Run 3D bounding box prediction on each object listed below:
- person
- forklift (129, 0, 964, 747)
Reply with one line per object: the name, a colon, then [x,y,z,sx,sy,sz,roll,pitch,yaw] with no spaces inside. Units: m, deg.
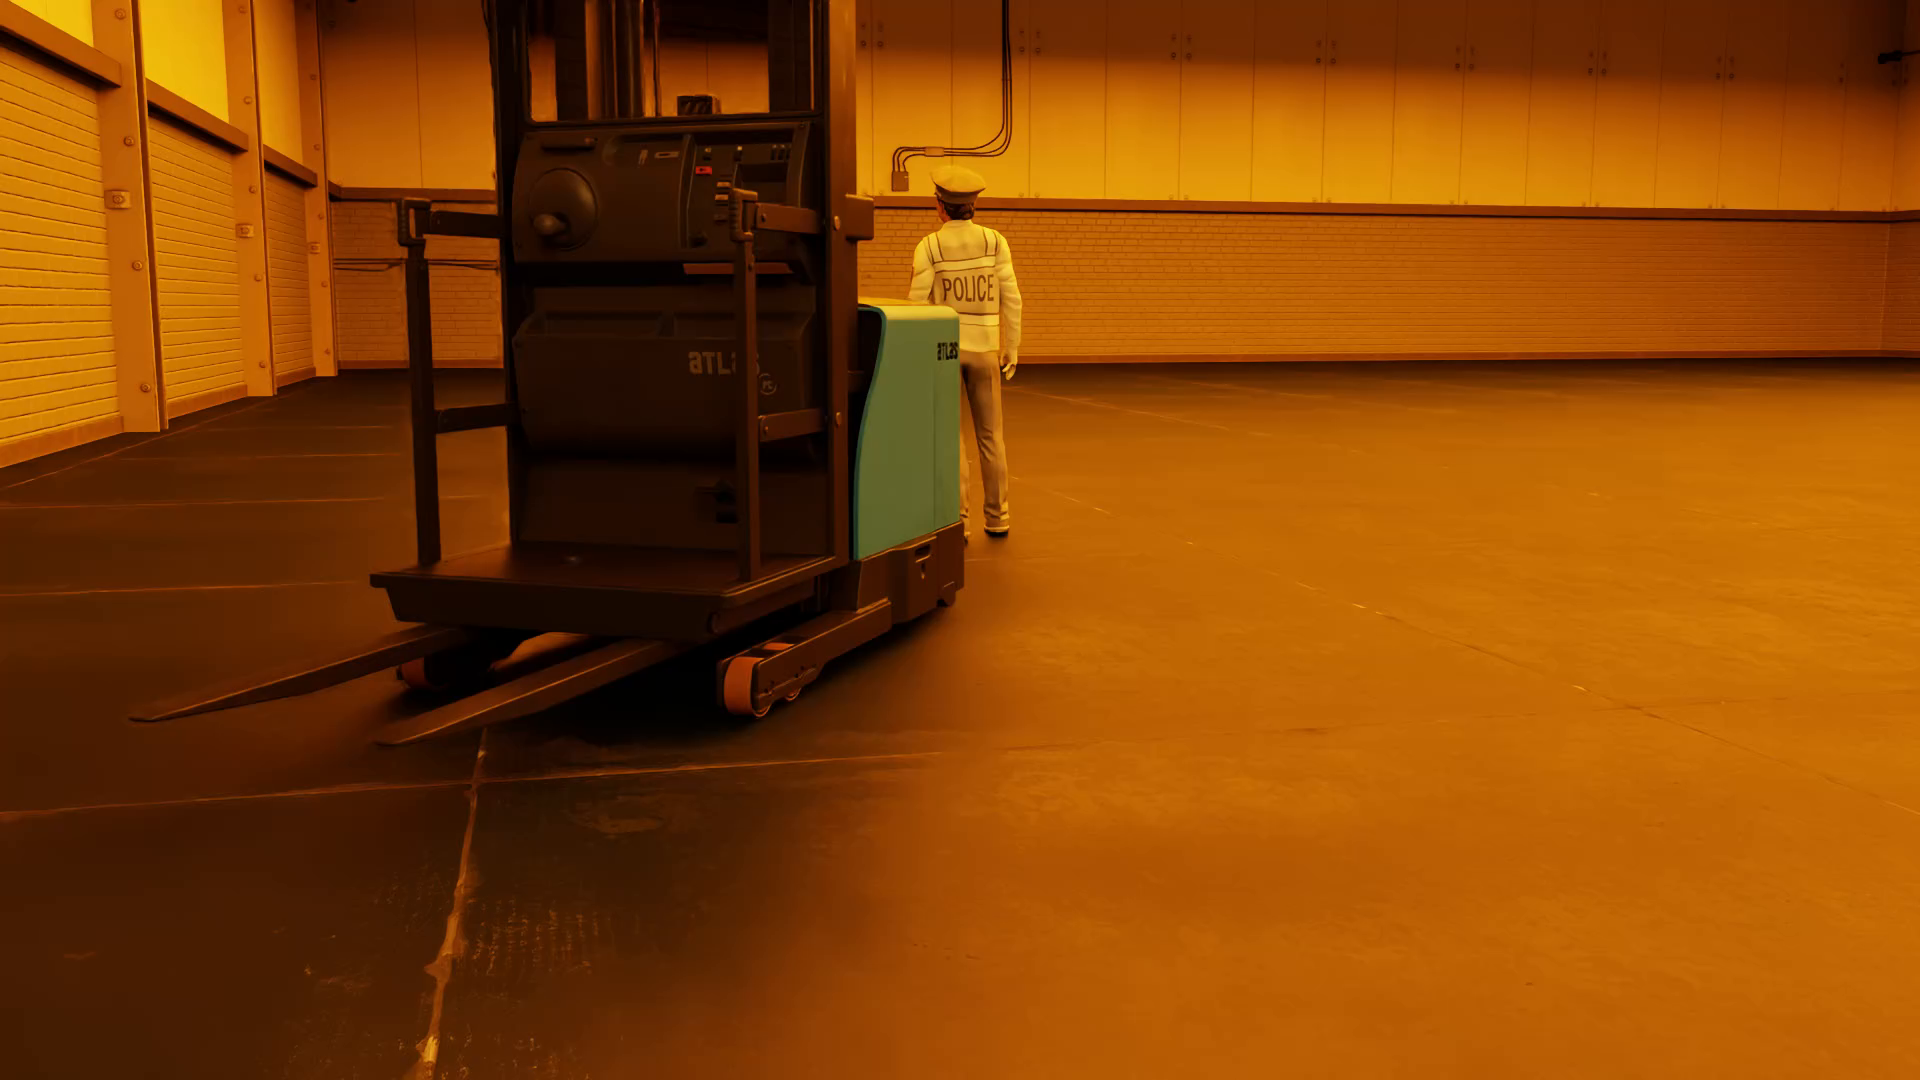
person: [-0.009,-0.856,7.656,0.586,1.694,0.532,-2,8,-13]
forklift: [-0.936,-1.045,4.606,1.130,2.935,3.031,3,8,18]
